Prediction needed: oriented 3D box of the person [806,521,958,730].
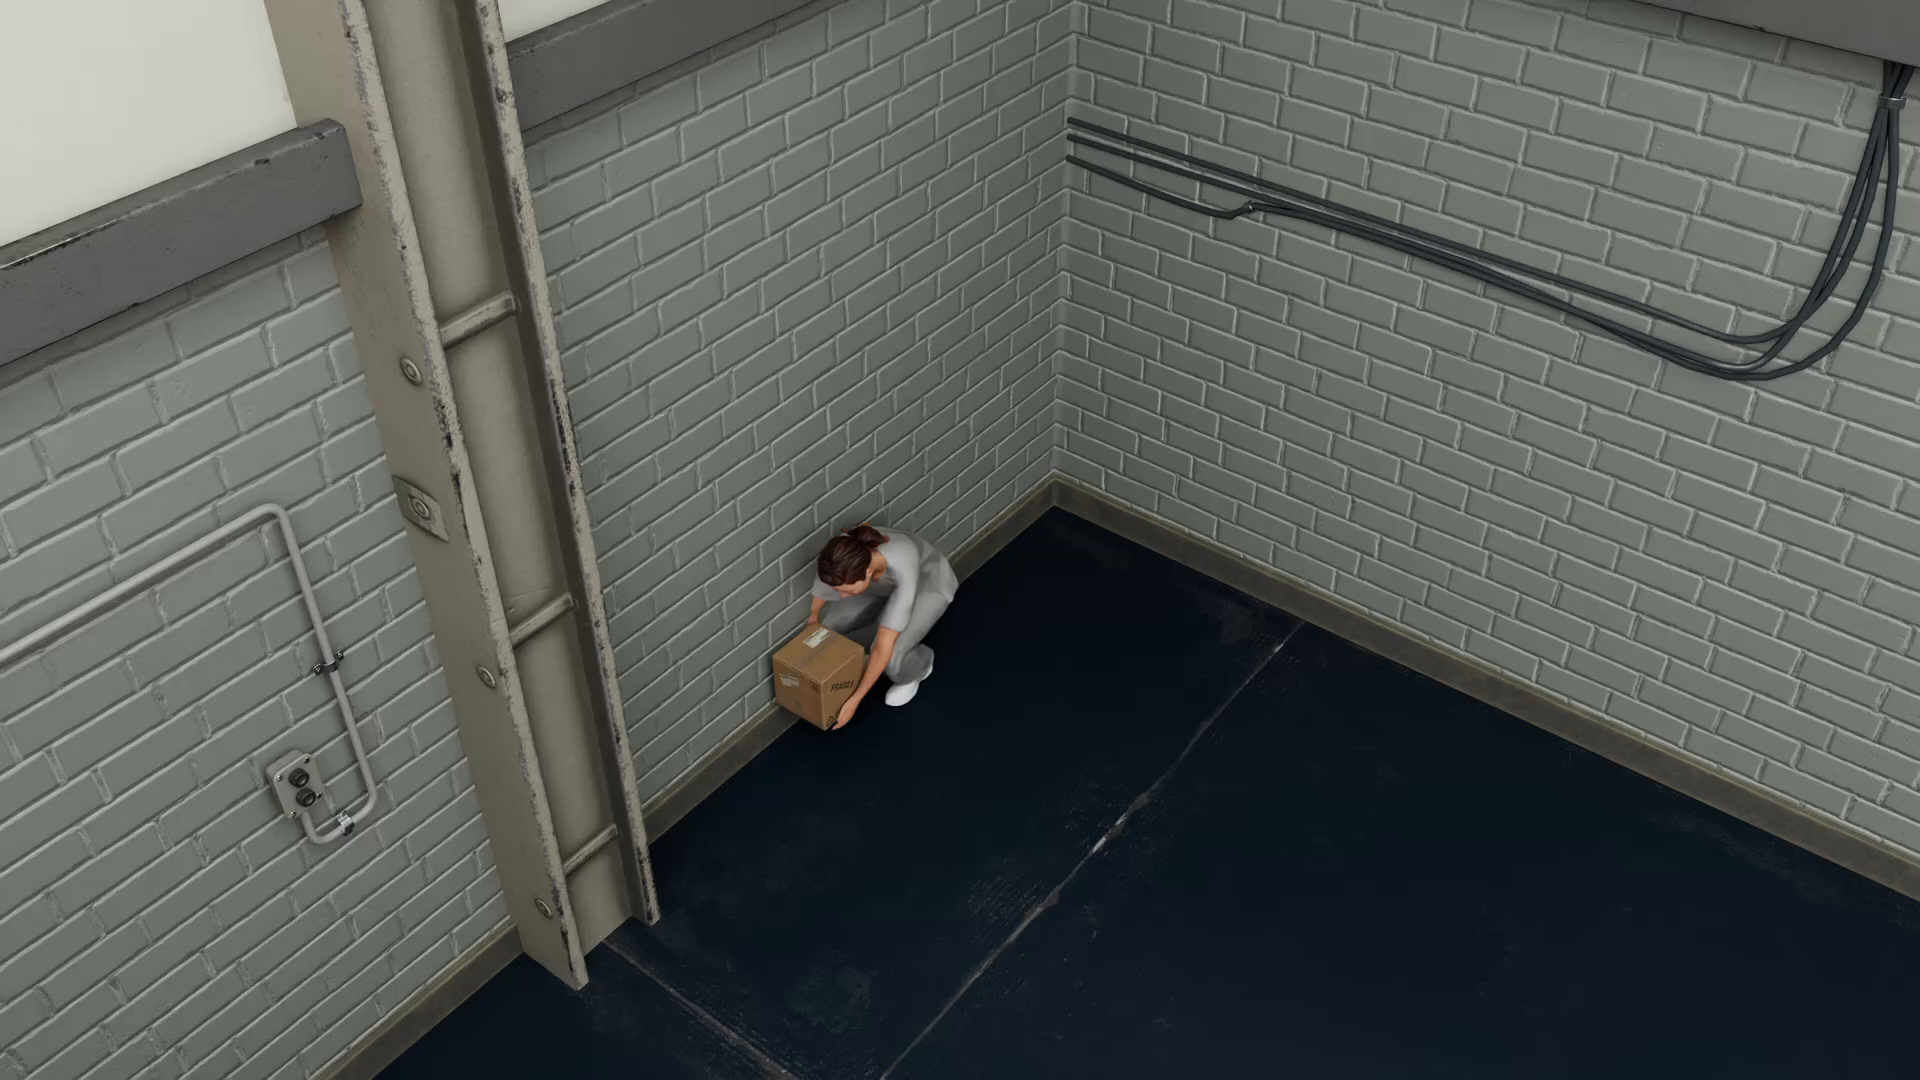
[{"bbox_3d":[-0.333,0.245,6.448,0.480,0.933,0.806,26,46,28],"label":"person"}]
